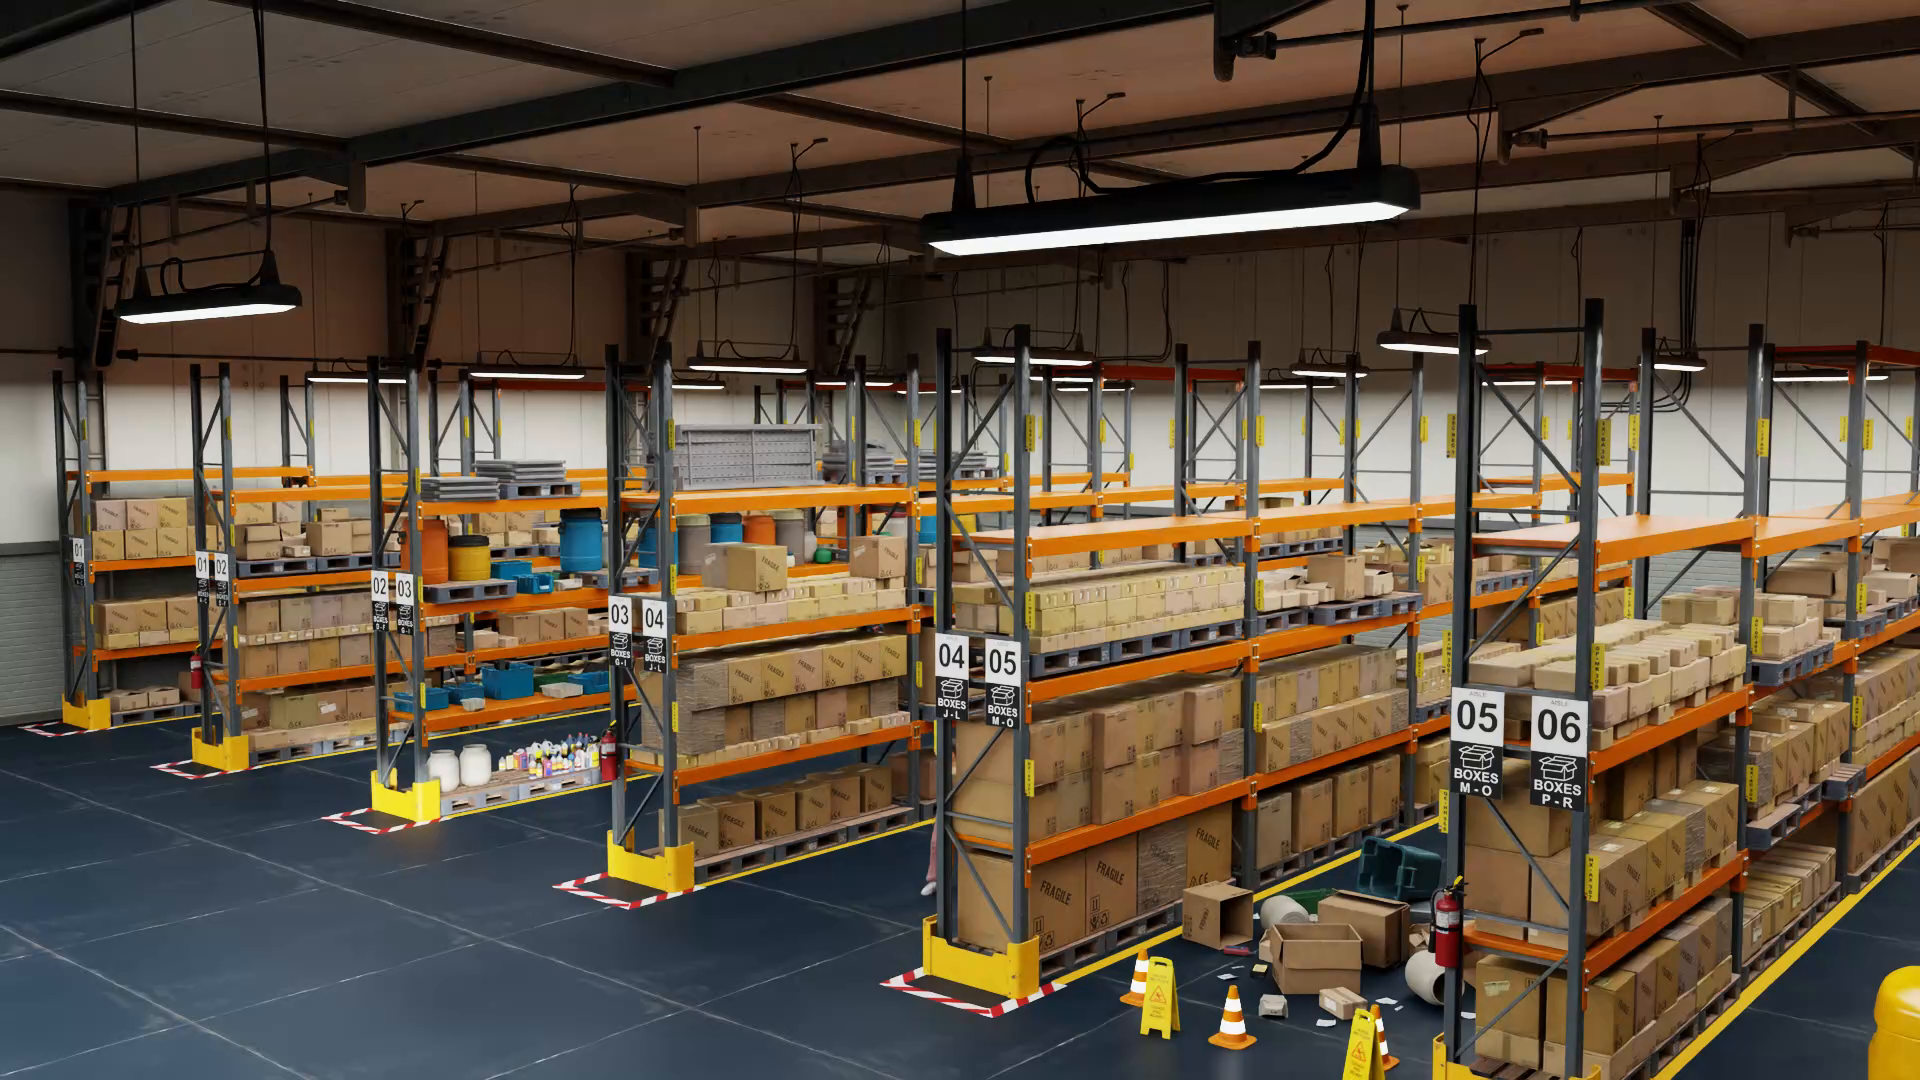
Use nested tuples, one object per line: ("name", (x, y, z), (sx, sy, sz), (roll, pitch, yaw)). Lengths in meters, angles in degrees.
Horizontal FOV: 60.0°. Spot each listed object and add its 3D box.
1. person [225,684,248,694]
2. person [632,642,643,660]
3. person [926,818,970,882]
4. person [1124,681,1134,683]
("person", (-12.118, 2.276, 27.965), (0.417, 1.538, 0.468), (0, 4, -2))
("person", (-6.778, 1.783, 35.125), (0.478, 1.671, 0.464), (-2, 5, -29))
("person", (-0.078, 3.297, 18.345), (0.347, 0.916, 0.736), (3, 5, 40))
("person", (2.289, 2.706, 22.625), (0.417, 1.655, 0.504), (-4, 5, -41))
